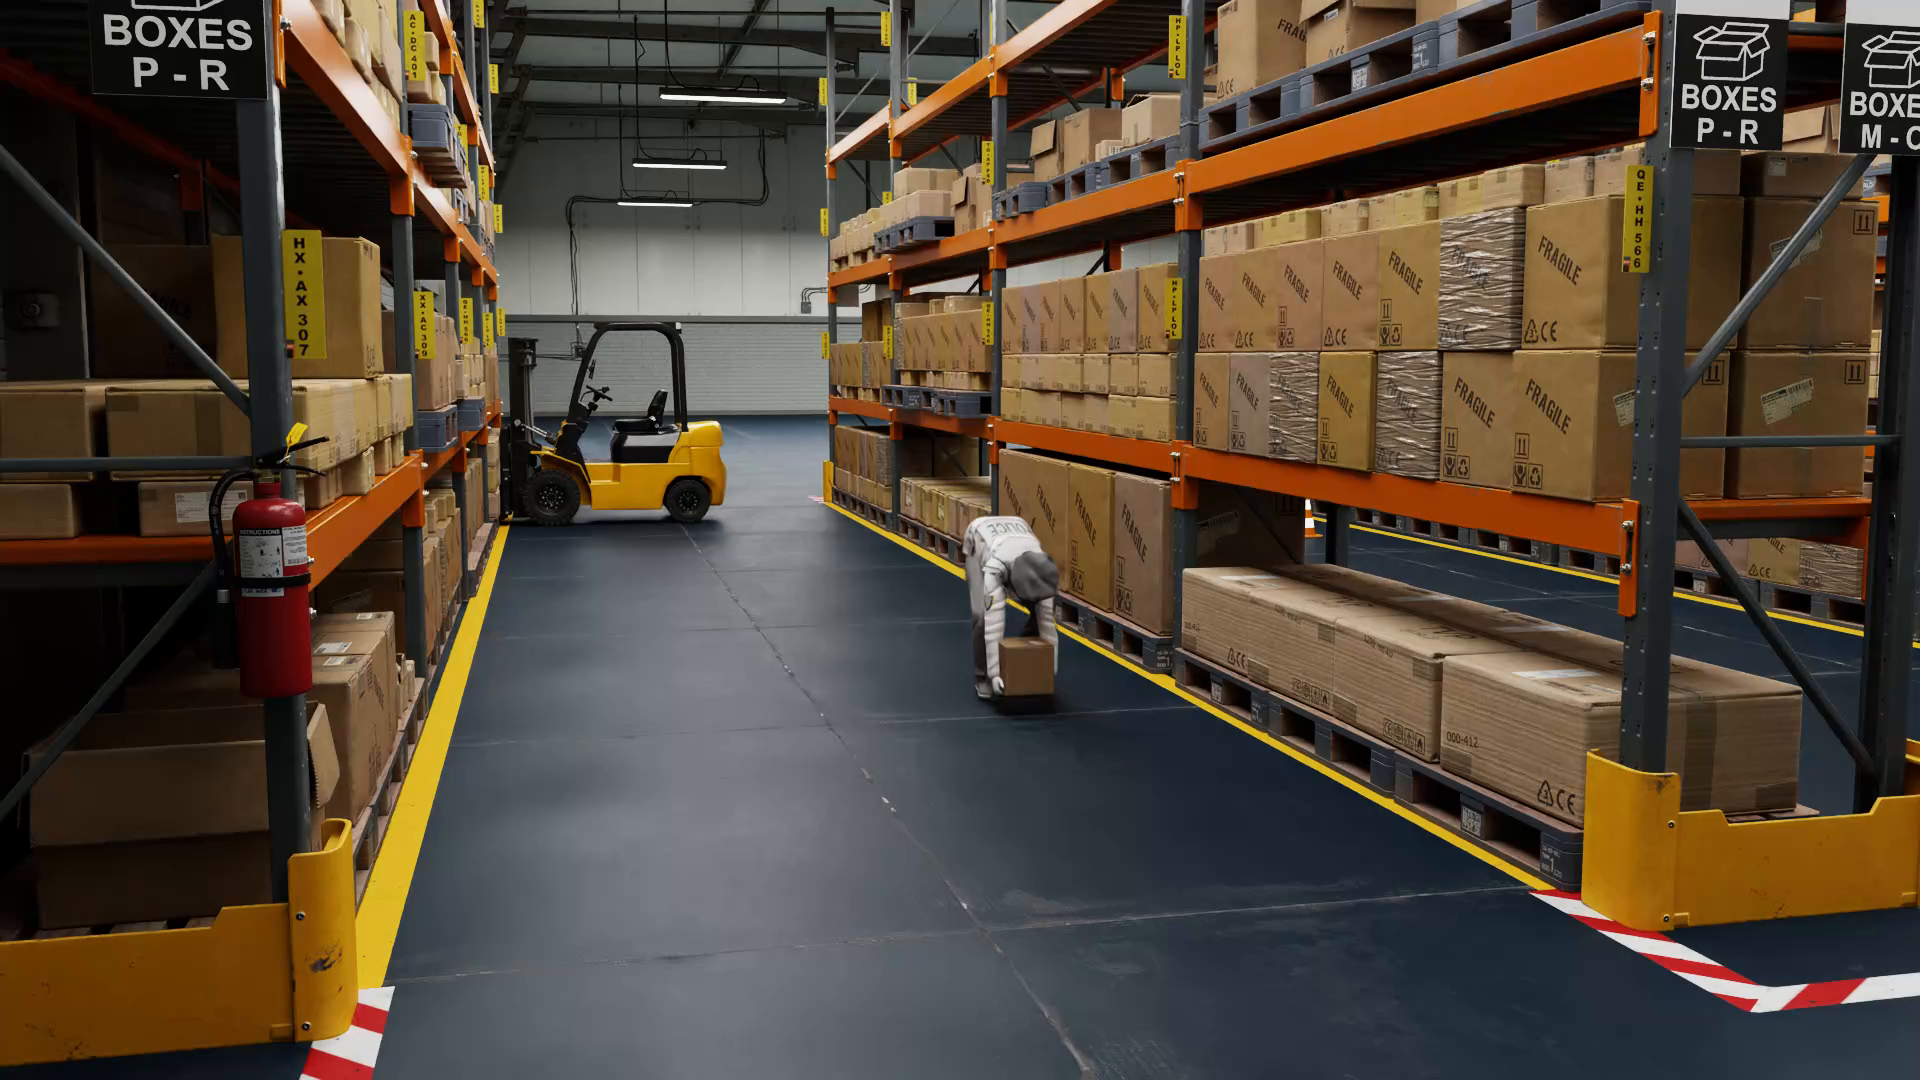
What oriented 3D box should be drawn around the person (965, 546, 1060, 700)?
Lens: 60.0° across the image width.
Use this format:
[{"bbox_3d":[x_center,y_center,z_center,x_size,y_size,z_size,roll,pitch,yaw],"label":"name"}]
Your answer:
[{"bbox_3d":[0.291,0.396,8.629,0.445,0.888,0.876,-2,7,-17],"label":"person"}]
